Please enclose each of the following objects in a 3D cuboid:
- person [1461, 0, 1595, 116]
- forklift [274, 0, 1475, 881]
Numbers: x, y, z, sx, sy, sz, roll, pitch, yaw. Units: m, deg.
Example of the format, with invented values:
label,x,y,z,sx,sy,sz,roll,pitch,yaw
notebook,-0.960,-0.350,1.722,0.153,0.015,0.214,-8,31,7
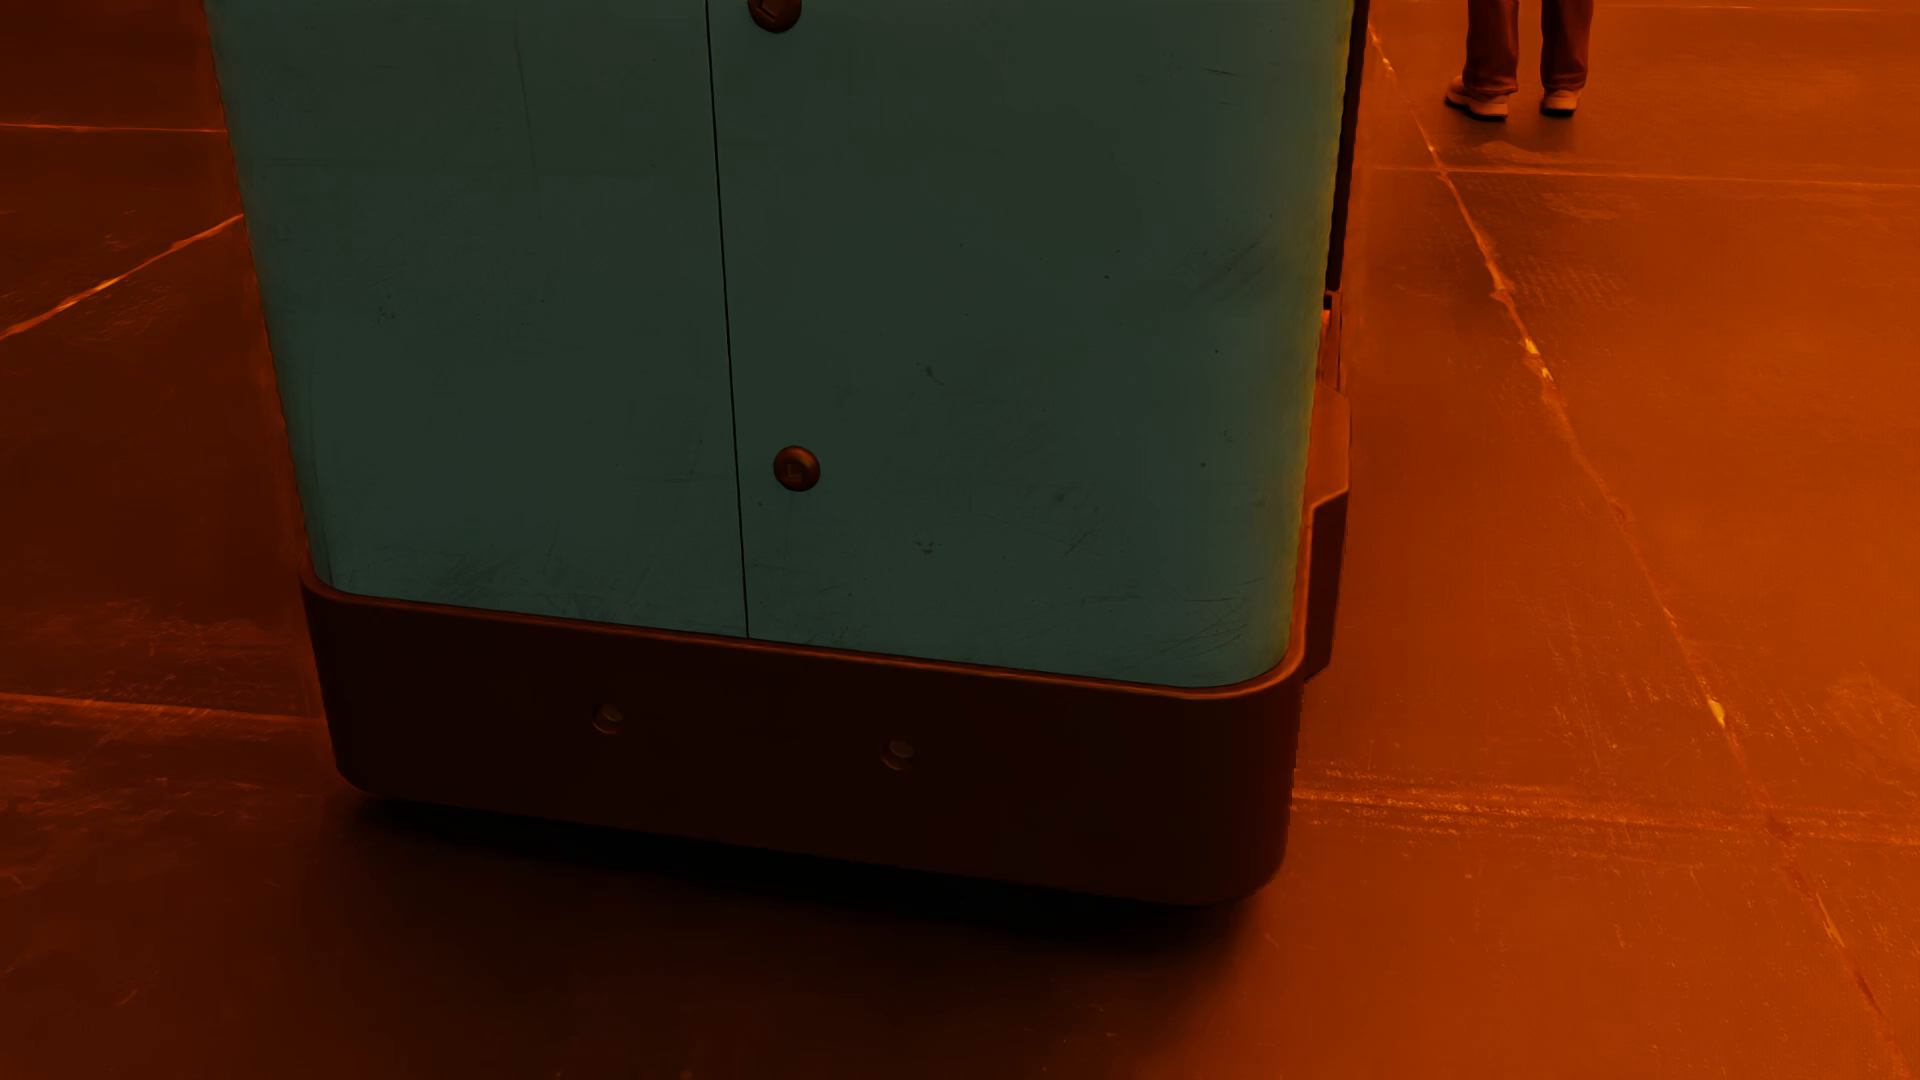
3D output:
label,x,y,z,sx,sy,sz,roll,pitch,yaw
person,1.652,-2.146,4.797,0.694,1.778,0.579,3,27,6
forklift,0.036,-1.597,2.417,1.130,2.935,3.031,2,27,4
